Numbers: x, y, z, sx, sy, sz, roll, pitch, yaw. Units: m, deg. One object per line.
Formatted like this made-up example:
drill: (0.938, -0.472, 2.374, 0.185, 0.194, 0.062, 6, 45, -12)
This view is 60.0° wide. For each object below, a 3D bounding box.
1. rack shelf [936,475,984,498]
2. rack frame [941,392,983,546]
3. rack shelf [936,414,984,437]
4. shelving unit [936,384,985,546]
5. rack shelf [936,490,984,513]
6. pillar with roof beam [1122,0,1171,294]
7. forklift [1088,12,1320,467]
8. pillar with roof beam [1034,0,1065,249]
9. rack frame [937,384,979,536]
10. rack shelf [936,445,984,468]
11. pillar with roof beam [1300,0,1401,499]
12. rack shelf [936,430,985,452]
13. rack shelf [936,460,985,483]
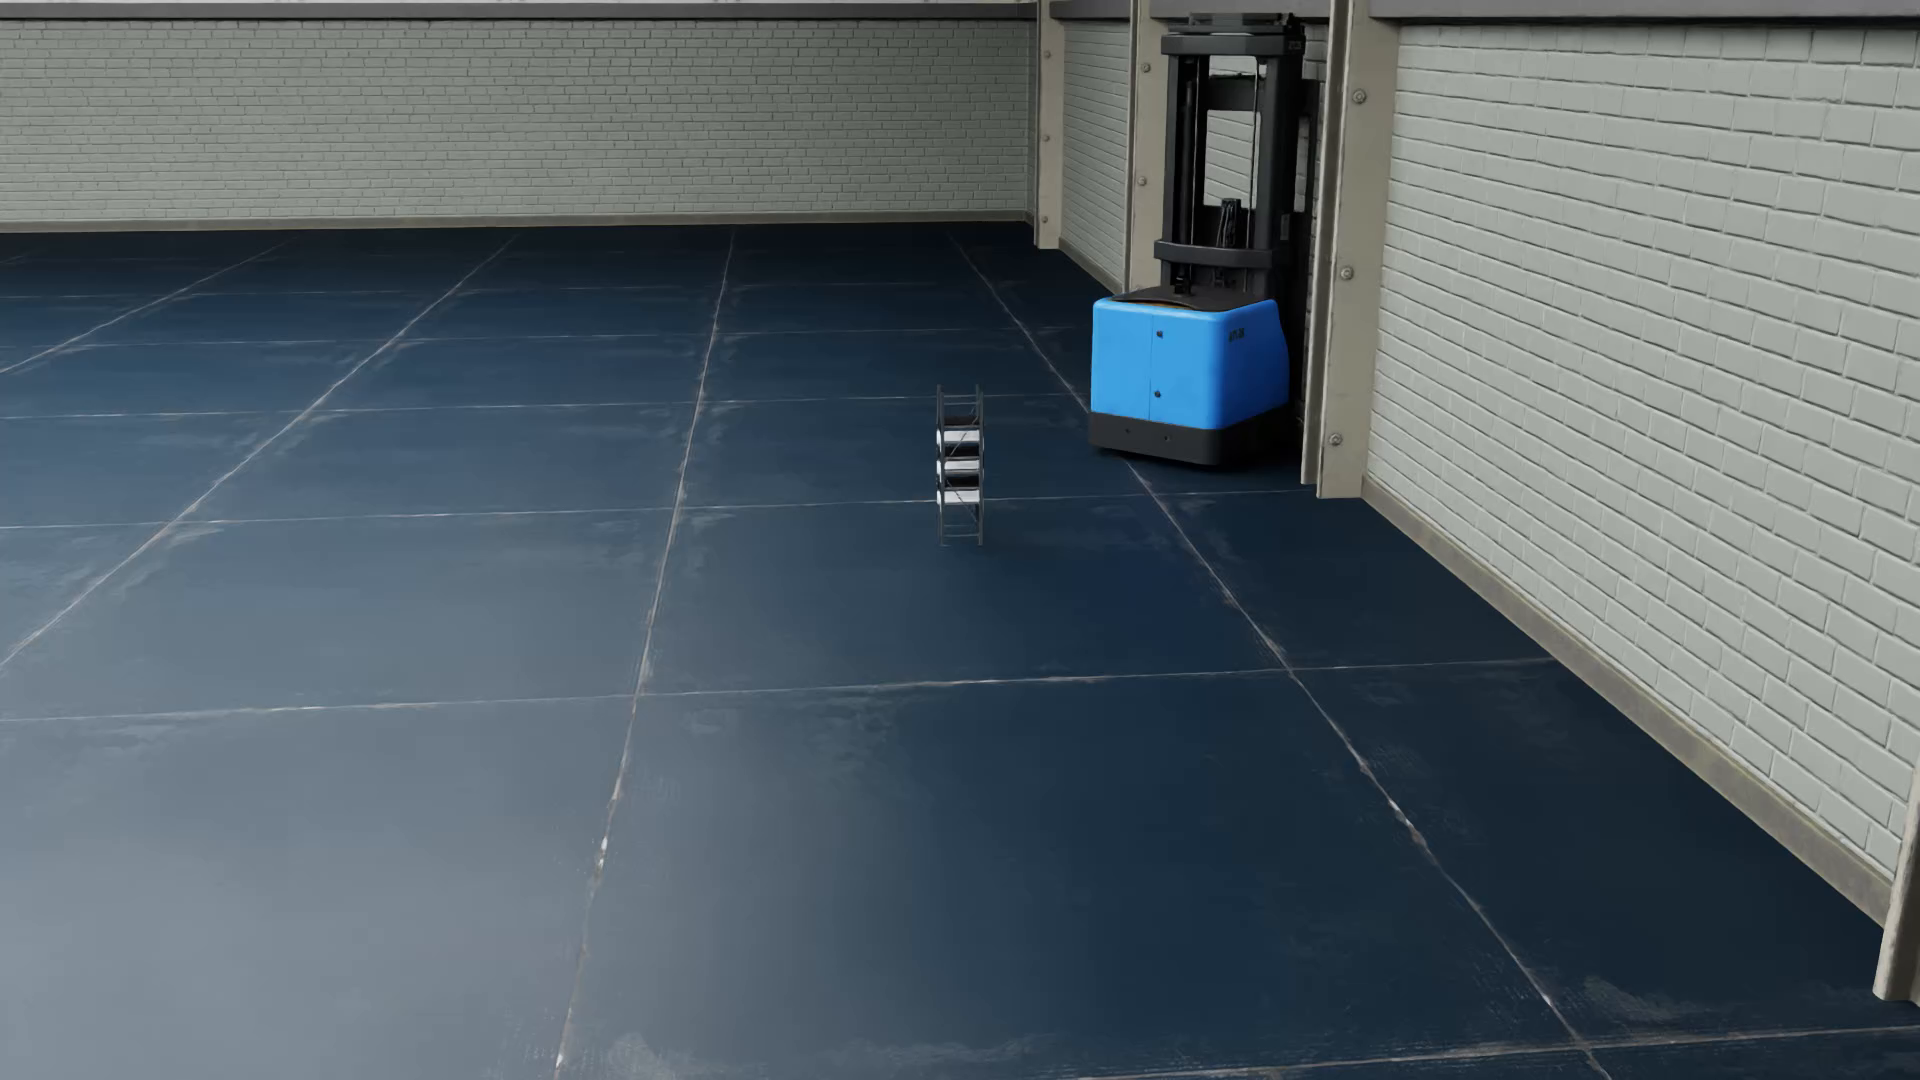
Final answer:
rack shelf: (0.001, -0.309, 9.572, 0.258, 0.077, 0.200, -2, 18, -6)
rack frame: (0.011, -0.397, 9.438, 0.240, 0.900, 0.006, -2, 18, -6)
rack shelf: (0.001, -0.653, 9.464, 0.258, 0.077, 0.200, -2, 18, -6)
shelving unit: (0.001, -0.427, 9.535, 0.258, 0.900, 0.210, -2, 18, -6)
rack shelf: (0.001, -0.223, 9.598, 0.258, 0.077, 0.200, -2, 18, -6)
pillar with roof beam: (-2.499, -6.274, 14.639, 9.100, 9.000, 0.400, -2, 18, -6)
forklift: (2.175, -2.269, 12.011, 1.130, 2.935, 3.031, 13, 21, 35)
pillar with roof beam: (-3.118, -8.062, 20.333, 9.100, 9.000, 0.400, -2, 18, -6)
rack frame: (-0.010, -0.457, 9.631, 0.240, 0.900, 0.006, -2, 18, -6)
rack shelf: (0.001, -0.481, 9.518, 0.258, 0.077, 0.200, -2, 18, -6)
pillar with roof beam: (-1.881, -4.487, 8.945, 9.100, 9.000, 0.400, -2, 18, -6)
rack shelf: (0.001, -0.567, 9.491, 0.258, 0.077, 0.200, -2, 18, -6)
rack shelf: (0.001, -0.395, 9.545, 0.258, 0.077, 0.200, -2, 18, -6)
